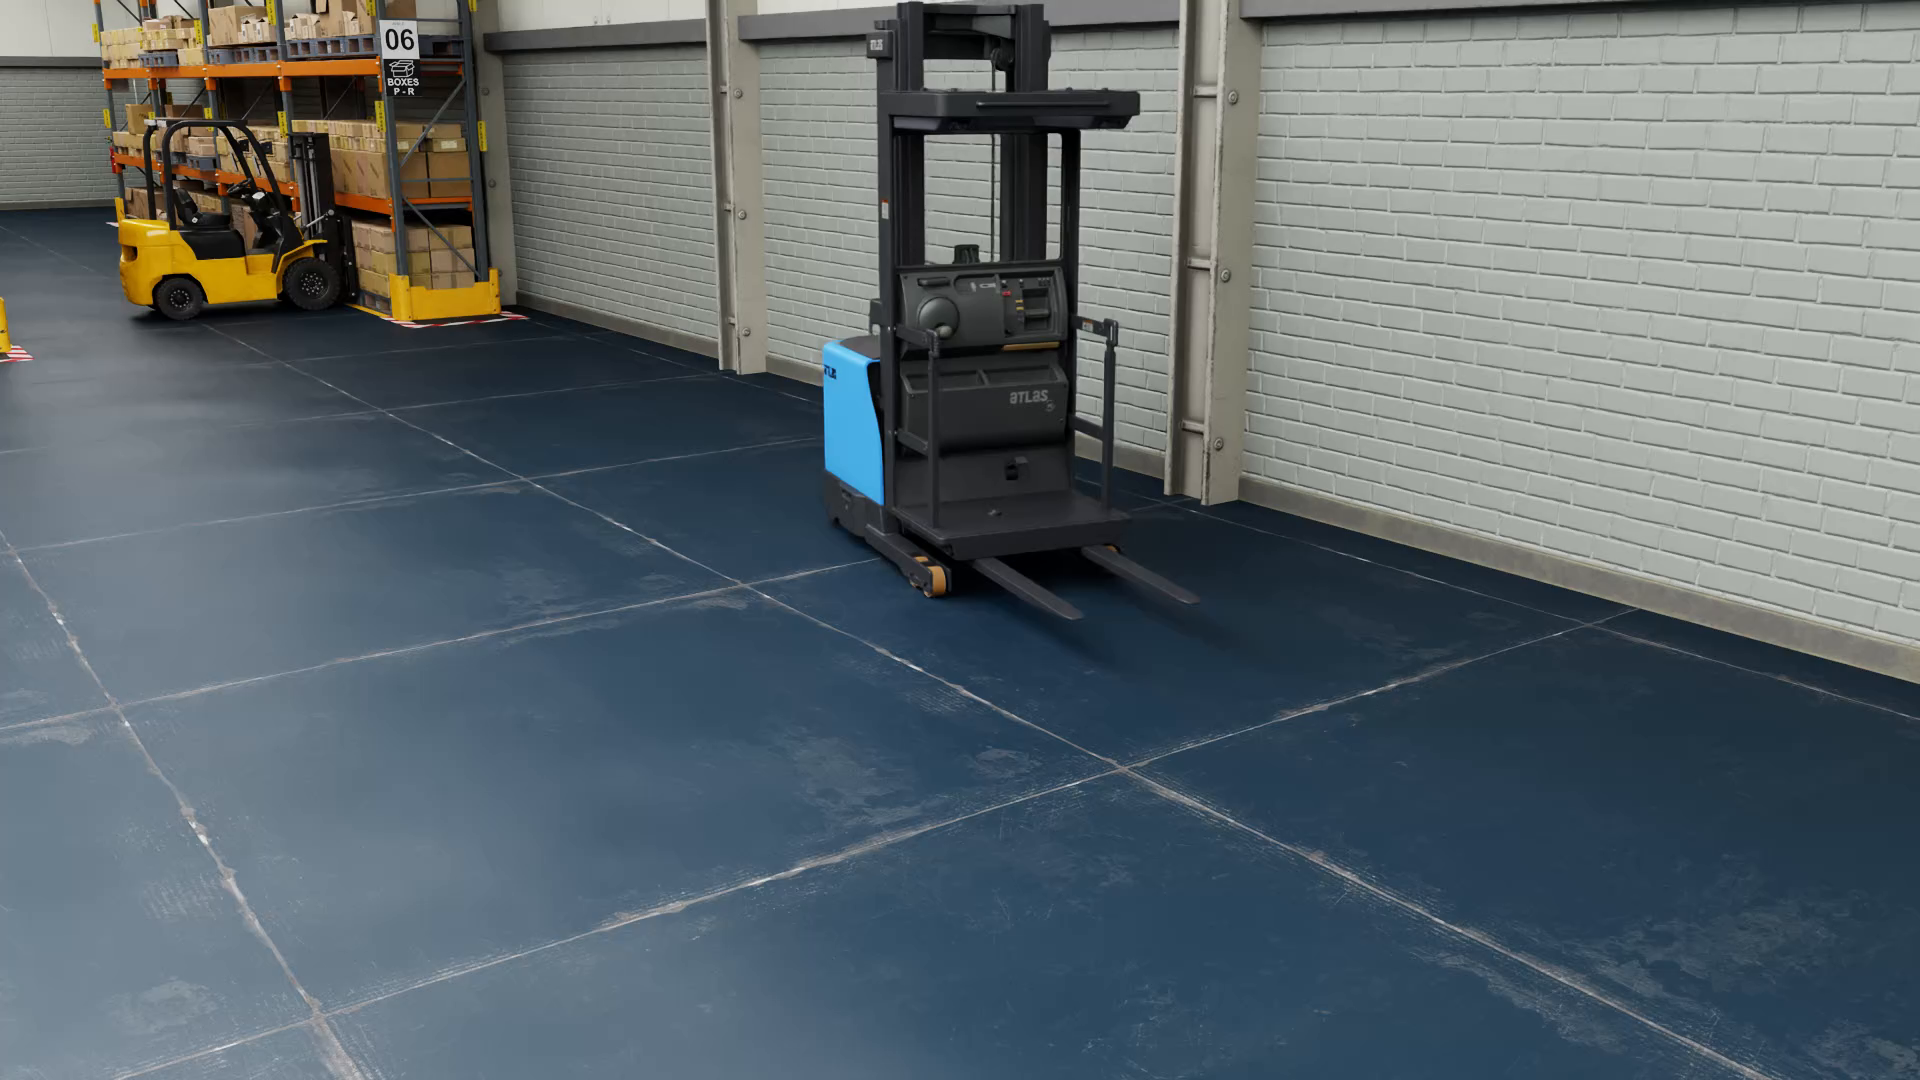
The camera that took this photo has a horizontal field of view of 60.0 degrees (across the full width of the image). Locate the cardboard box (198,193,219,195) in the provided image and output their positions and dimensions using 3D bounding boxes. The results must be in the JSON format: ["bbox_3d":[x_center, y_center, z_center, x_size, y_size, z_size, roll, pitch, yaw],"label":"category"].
[{"bbox_3d":[-11.891,-5.432,26.452,0.380,0.149,0.250,-11,19,-34],"label":"cardboard box"}]

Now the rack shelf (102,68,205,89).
[{"bbox_3d":[-14.064,-8.089,29.130,1.077,0.370,4.000,-11,19,-35],"label":"rack shelf"}]

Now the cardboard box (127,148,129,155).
[{"bbox_3d":[-14.799,-7.021,30.023,0.380,0.149,0.250,-10,18,-33],"label":"cardboard box"}]

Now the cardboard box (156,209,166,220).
[{"bbox_3d":[-13.663,-5.596,28.723,0.396,0.266,0.258,-10,18,-33],"label":"cardboard box"}]

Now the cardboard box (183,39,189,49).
[{"bbox_3d":[-11.674,-7.592,25.480,0.380,0.149,0.250,-10,18,-33],"label":"cardboard box"}]

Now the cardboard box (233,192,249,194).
[{"bbox_3d":[-11.518,-5.510,26.736,0.380,0.149,0.250,-12,19,-37],"label":"cardboard box"}]

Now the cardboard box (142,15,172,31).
[{"bbox_3d":[-12.993,-8.364,26.912,0.396,0.266,0.258,-11,19,-35],"label":"cardboard box"}]

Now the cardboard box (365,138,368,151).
[{"bbox_3d":[-6.540,-4.506,18.941,0.380,0.149,0.250,-10,18,-34],"label":"cardboard box"}]

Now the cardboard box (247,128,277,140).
[{"bbox_3d":[-9.558,-5.566,22.814,0.380,0.149,0.250,-11,19,-36],"label":"cardboard box"}]

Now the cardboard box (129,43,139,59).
[{"bbox_3d":[-13.688,-8.254,28.089,0.500,0.250,0.500,-12,19,-36],"label":"cardboard box"}]

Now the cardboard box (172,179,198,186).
[{"bbox_3d":[-12.843,-5.907,27.624,0.380,0.149,0.250,-11,19,-35],"label":"cardboard box"}]

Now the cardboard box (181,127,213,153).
[{"bbox_3d":[-11.645,-6.280,25.850,0.797,0.503,0.637,-11,19,-36],"label":"cardboard box"}]

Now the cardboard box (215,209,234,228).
[{"bbox_3d":[-10.958,-4.762,25.232,0.500,0.500,0.500,-10,18,-33],"label":"cardboard box"}]

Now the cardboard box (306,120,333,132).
[{"bbox_3d":[-7.995,-5.205,20.931,0.380,0.149,0.250,-11,19,-34],"label":"cardboard box"}]

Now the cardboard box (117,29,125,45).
[{"bbox_3d":[-14.284,-8.718,28.838,0.500,0.250,0.500,-10,18,-33],"label":"cardboard box"}]

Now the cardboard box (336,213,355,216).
[{"bbox_3d":[-7.861,-3.950,20.845,0.500,0.250,0.500,-11,19,-34],"label":"cardboard box"}]

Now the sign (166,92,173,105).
[{"bbox_3d":[-14.779,-8.209,31.096,0.100,0.325,0.005,-11,19,-35],"label":"sign"}]

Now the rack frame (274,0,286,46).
[{"bbox_3d":[-8.184,-7.748,20.837,1.000,3.000,0.127,-11,19,-35],"label":"rack frame"}]

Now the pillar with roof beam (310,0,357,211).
[{"bbox_3d":[-12.522,-7.795,21.011,9.100,9.000,0.400,-11,19,-35],"label":"pillar with roof beam"}]

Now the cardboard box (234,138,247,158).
[{"bbox_3d":[-9.886,-5.523,23.409,0.500,0.250,0.500,-11,19,-36],"label":"cardboard box"}]

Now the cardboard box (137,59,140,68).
[{"bbox_3d":[-13.630,-8.030,28.028,0.380,0.149,0.250,-10,18,-33],"label":"cardboard box"}]

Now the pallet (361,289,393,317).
[{"bbox_3d":[-6.315,-2.812,19.449,1.003,0.211,1.213,-11,19,-35],"label":"pallet"}]

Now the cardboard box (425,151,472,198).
[{"bbox_3d":[-5.899,-4.197,19.039,0.500,0.500,0.500,-10,18,-33],"label":"cardboard box"}]

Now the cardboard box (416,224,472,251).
[{"bbox_3d":[-5.961,-3.491,19.166,0.500,0.250,0.500,-11,19,-35],"label":"cardboard box"}]

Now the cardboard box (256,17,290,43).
[{"bbox_3d":[-8.806,-6.625,21.603,0.500,0.311,0.500,-12,19,-36],"label":"cardboard box"}]

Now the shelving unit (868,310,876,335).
[{"bbox_3d":[-0.402,-0.816,10.269,0.258,1.200,0.189,-7,14,-23],"label":"shelving unit"}]

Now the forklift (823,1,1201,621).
[{"bbox_3d":[0.217,-1.246,8.575,1.130,2.935,3.031,-6,17,-22],"label":"forklift"}]

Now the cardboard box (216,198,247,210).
[{"bbox_3d":[-11.031,-5.084,25.181,0.380,0.149,0.250,-12,19,-37],"label":"cardboard box"}]

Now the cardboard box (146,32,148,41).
[{"bbox_3d":[-12.852,-8.104,26.751,0.380,0.149,0.250,-11,18,-34],"label":"cardboard box"}]

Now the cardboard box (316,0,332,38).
[{"bbox_3d":[-7.124,-6.169,19.571,0.797,0.503,0.637,-10,18,-33],"label":"cardboard box"}]

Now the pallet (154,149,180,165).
[{"bbox_3d":[-12.506,-6.282,27.211,1.003,0.211,1.213,-11,19,-35],"label":"pallet"}]

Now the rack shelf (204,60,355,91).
[{"bbox_3d":[-9.360,-6.381,22.889,1.077,0.370,4.000,-11,19,-35],"label":"rack shelf"}]

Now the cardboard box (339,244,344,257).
[{"bbox_3d":[-7.269,-3.496,20.133,0.500,0.250,0.500,-11,19,-35],"label":"cardboard box"}]

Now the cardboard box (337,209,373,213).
[{"bbox_3d":[-7.738,-4.138,21.530,0.500,0.250,0.500,-10,18,-33],"label":"cardboard box"}]

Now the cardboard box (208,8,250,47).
[{"bbox_3d":[-10.307,-7.261,23.569,0.500,0.500,0.500,-11,19,-34],"label":"cardboard box"}]

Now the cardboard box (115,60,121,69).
[{"bbox_3d":[-14.705,-8.405,29.396,0.380,0.149,0.250,-11,19,-35],"label":"cardboard box"}]

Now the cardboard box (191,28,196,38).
[{"bbox_3d":[-11.244,-7.567,24.826,0.380,0.149,0.250,-12,19,-36],"label":"cardboard box"}]

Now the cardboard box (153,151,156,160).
[{"bbox_3d":[-13.450,-6.522,28.200,0.380,0.149,0.250,-10,18,-33],"label":"cardboard box"}]

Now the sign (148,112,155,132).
[{"bbox_3d":[-13.322,-6.894,27.443,0.100,0.325,0.005,-11,19,-35],"label":"sign"}]

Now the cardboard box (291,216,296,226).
[{"bbox_3d":[-8.500,-4.021,22.288,0.875,0.625,0.625,-10,18,-32],"label":"cardboard box"}]

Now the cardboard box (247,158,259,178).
[{"bbox_3d":[-9.569,-5.175,23.086,0.500,0.250,0.500,-10,18,-33],"label":"cardboard box"}]

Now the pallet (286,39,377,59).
[{"bbox_3d":[-7.661,-6.080,20.594,1.003,0.211,1.213,-11,19,-35],"label":"pallet"}]

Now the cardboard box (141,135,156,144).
[{"bbox_3d":[-13.691,-6.809,28.493,0.500,0.250,0.500,-11,19,-34],"label":"cardboard box"}]

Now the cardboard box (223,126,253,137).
[{"bbox_3d":[-10.429,-5.899,24.028,0.380,0.149,0.250,-10,18,-33],"label":"cardboard box"}]

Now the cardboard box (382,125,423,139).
[{"bbox_3d":[-6.213,-4.548,18.530,0.380,0.149,0.250,-11,19,-34],"label":"cardboard box"}]

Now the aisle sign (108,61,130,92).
[{"bbox_3d":[-15.517,-8.639,30.535,0.394,0.787,0.004,-11,19,-35],"label":"aisle sign"}]
